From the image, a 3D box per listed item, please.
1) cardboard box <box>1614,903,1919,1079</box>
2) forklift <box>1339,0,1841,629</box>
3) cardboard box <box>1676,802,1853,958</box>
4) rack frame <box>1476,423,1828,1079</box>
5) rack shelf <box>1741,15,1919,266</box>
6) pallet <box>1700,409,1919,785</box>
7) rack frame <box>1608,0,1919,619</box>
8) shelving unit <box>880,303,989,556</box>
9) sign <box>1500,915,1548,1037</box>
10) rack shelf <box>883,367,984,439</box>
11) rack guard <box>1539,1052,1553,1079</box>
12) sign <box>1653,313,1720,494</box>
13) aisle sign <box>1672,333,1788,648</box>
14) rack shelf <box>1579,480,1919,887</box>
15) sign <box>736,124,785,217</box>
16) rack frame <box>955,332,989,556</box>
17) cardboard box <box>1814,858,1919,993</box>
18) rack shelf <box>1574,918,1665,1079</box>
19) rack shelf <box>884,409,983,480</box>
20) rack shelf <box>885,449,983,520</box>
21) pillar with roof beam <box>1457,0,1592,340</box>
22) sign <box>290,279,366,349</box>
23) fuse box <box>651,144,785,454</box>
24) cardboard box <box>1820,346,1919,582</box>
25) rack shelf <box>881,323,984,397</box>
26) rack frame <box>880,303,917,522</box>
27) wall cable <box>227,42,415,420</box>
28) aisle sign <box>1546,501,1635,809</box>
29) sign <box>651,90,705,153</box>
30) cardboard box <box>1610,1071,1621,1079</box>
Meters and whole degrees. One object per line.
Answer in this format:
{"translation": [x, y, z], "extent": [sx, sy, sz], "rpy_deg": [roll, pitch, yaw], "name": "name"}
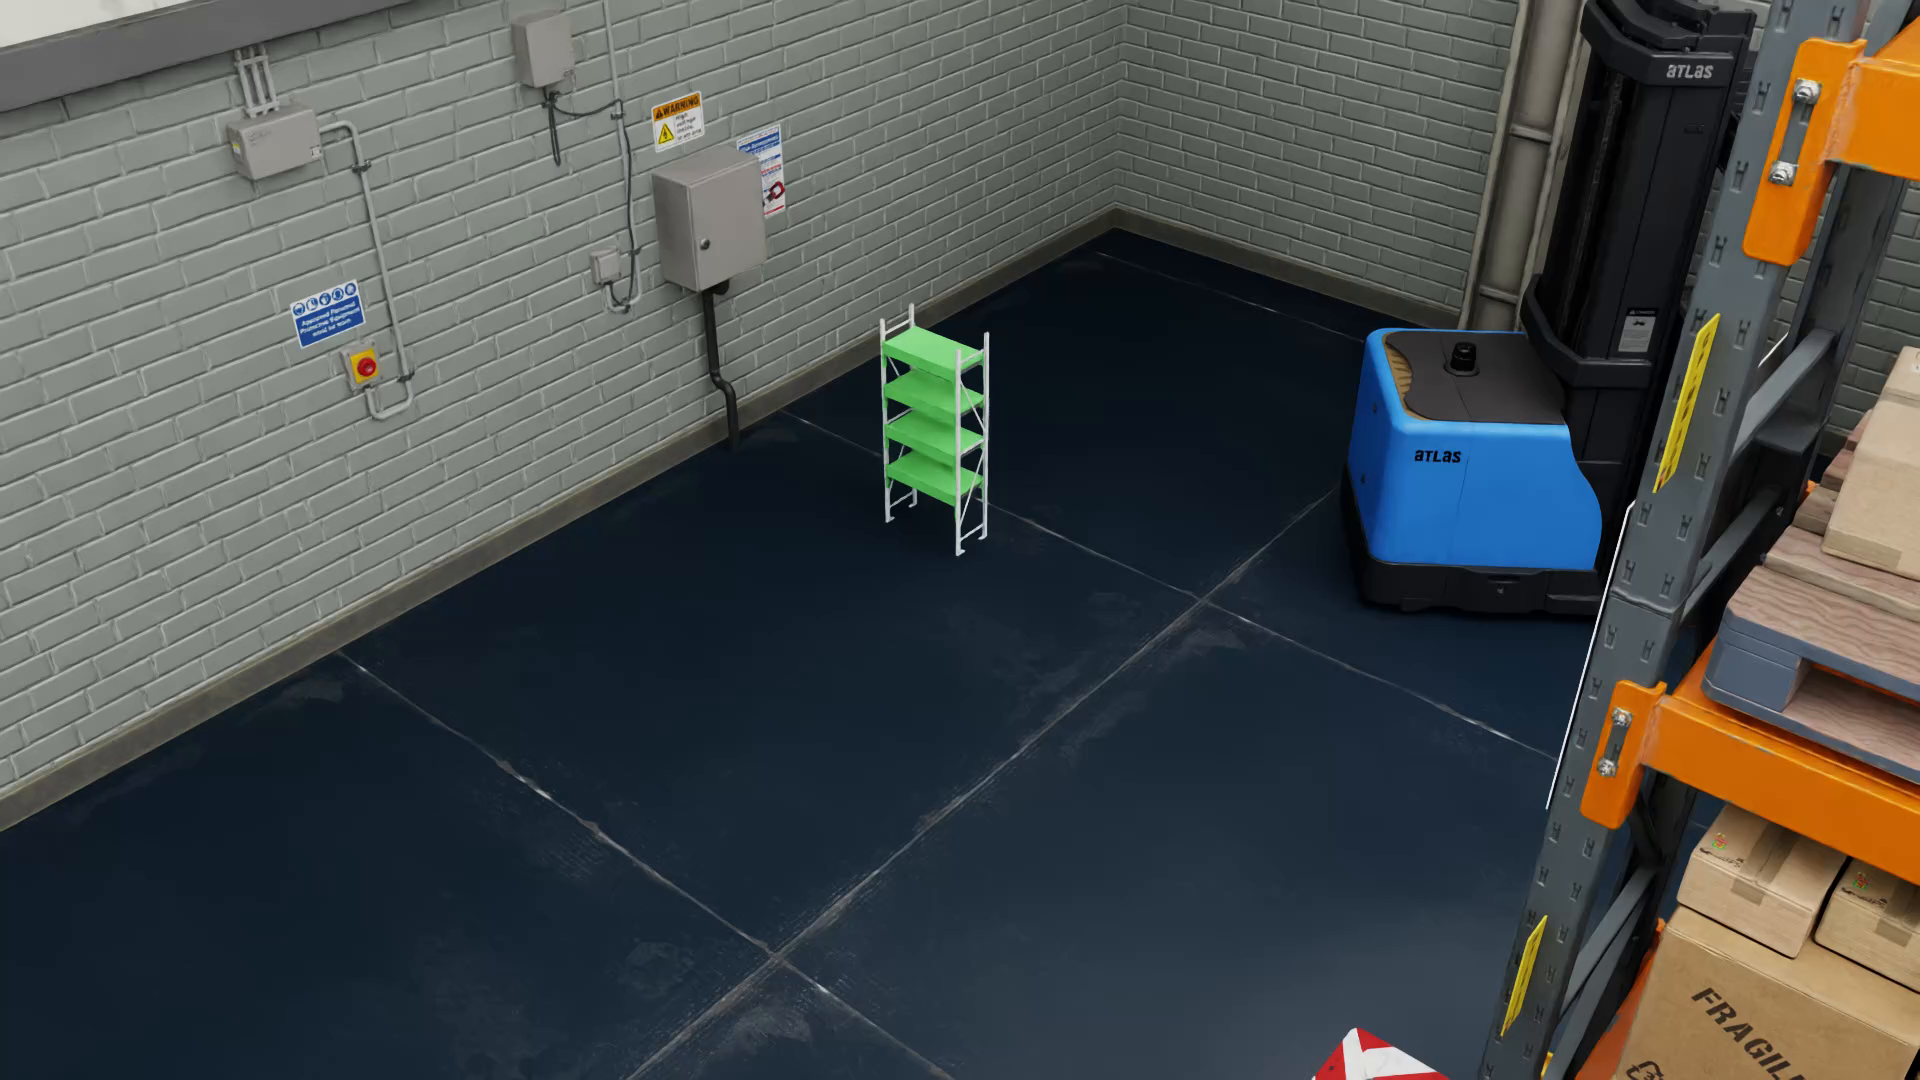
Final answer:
{"translation": [1.837, 0.995, 3.680], "extent": [0.500, 0.500, 0.500], "rpy_deg": [24, 41, 31], "name": "cardboard box"}
{"translation": [3.526, -1.080, 7.733], "extent": [3.031, 2.935, 1.130], "rpy_deg": [2, 35, 3], "name": "forklift"}
{"translation": [1.747, 0.679, 3.567], "extent": [0.250, 0.149, 0.380], "rpy_deg": [26, 42, 33], "name": "cardboard box"}
{"translation": [1.651, 1.151, 4.425], "extent": [0.127, 3.000, 1.000], "rpy_deg": [25, 42, 32], "name": "rack frame"}
{"translation": [3.188, -0.136, 1.988], "extent": [4.000, 0.370, 1.077], "rpy_deg": [25, 42, 32], "name": "rack shelf"}
{"translation": [2.228, 0.215, 3.216], "extent": [1.213, 0.211, 1.003], "rpy_deg": [25, 42, 32], "name": "pallet"}
{"translation": [1.651, -1.322, 2.726], "extent": [0.127, 3.000, 1.000], "rpy_deg": [25, 42, 32], "name": "rack frame"}
{"translation": [-0.127, -0.555, 8.498], "extent": [0.503, 1.200, 0.258], "rpy_deg": [25, 42, 32], "name": "shelving unit"}
{"translation": [1.291, 1.000, 3.809], "extent": [0.005, 0.325, 0.100], "rpy_deg": [25, 42, 32], "name": "sign"}
{"translation": [-0.127, -0.700, 8.398], "extent": [0.480, 0.148, 0.258], "rpy_deg": [25, 42, 32], "name": "rack shelf"}
{"translation": [1.632, 2.172, 5.145], "extent": [0.348, 0.500, 1.175], "rpy_deg": [25, 42, 32], "name": "rack guard"}
{"translation": [1.291, -0.239, 2.957], "extent": [0.005, 0.325, 0.100], "rpy_deg": [25, 42, 32], "name": "sign"}
{"translation": [1.794, -0.082, 3.923], "extent": [0.004, 0.787, 0.394], "rpy_deg": [25, 42, 32], "name": "aisle sign"}
{"translation": [3.188, 0.935, 2.724], "extent": [4.000, 0.370, 1.077], "rpy_deg": [25, 42, 32], "name": "rack shelf"}
{"translation": [-1.085, -1.993, 9.087], "extent": [0.001, 0.494, 0.329], "rpy_deg": [25, 42, 32], "name": "sign"}
{"translation": [0.060, -0.466, 8.369], "extent": [0.015, 1.200, 0.240], "rpy_deg": [25, 42, 32], "name": "rack frame"}
{"translation": [1.994, 0.743, 3.474], "extent": [0.250, 0.149, 0.380], "rpy_deg": [26, 42, 33], "name": "cardboard box"}
{"translation": [3.188, 2.172, 3.574], "extent": [4.000, 0.370, 1.077], "rpy_deg": [25, 42, 32], "name": "rack shelf"}
{"translation": [-0.127, -0.502, 8.534], "extent": [0.480, 0.148, 0.258], "rpy_deg": [25, 42, 32], "name": "rack shelf"}
{"translation": [-0.127, -0.304, 8.670], "extent": [0.480, 0.148, 0.258], "rpy_deg": [25, 42, 32], "name": "rack shelf"}
{"translation": [0.574, -2.979, 5.139], "extent": [0.400, 9.000, 9.100], "rpy_deg": [25, 42, 32], "name": "pillar with roof beam"}
{"translation": [-2.775, -0.994, 7.309], "extent": [0.001, 0.218, 0.327], "rpy_deg": [25, 42, 32], "name": "sign"}
{"translation": [-1.241, -1.212, 9.003], "extent": [0.414, 1.711, 0.539], "rpy_deg": [25, 42, 32], "name": "fuse box"}
{"translation": [2.054, -0.114, 3.291], "extent": [0.500, 0.250, 0.500], "rpy_deg": [21, 40, 28], "name": "cardboard box"}
{"translation": [-0.127, -0.898, 8.262], "extent": [0.480, 0.148, 0.258], "rpy_deg": [25, 42, 32], "name": "rack shelf"}
{"translation": [-0.315, -0.643, 8.626], "extent": [0.015, 1.200, 0.240], "rpy_deg": [25, 42, 32], "name": "rack frame"}
{"translation": [-2.698, -1.313, 7.087], "extent": [0.123, 1.953, 0.585], "rpy_deg": [25, 42, 32], "name": "wall cable"}
{"translation": [1.410, 0.179, 3.543], "extent": [0.004, 0.787, 0.394], "rpy_deg": [25, 42, 32], "name": "aisle sign"}
{"translation": [-1.436, -2.134, 8.478], "extent": [0.001, 0.242, 0.339], "rpy_deg": [25, 42, 32], "name": "sign"}
{"translation": [1.836, 1.408, 3.961], "extent": [0.500, 0.500, 0.500], "rpy_deg": [25, 42, 31], "name": "cardboard box"}
